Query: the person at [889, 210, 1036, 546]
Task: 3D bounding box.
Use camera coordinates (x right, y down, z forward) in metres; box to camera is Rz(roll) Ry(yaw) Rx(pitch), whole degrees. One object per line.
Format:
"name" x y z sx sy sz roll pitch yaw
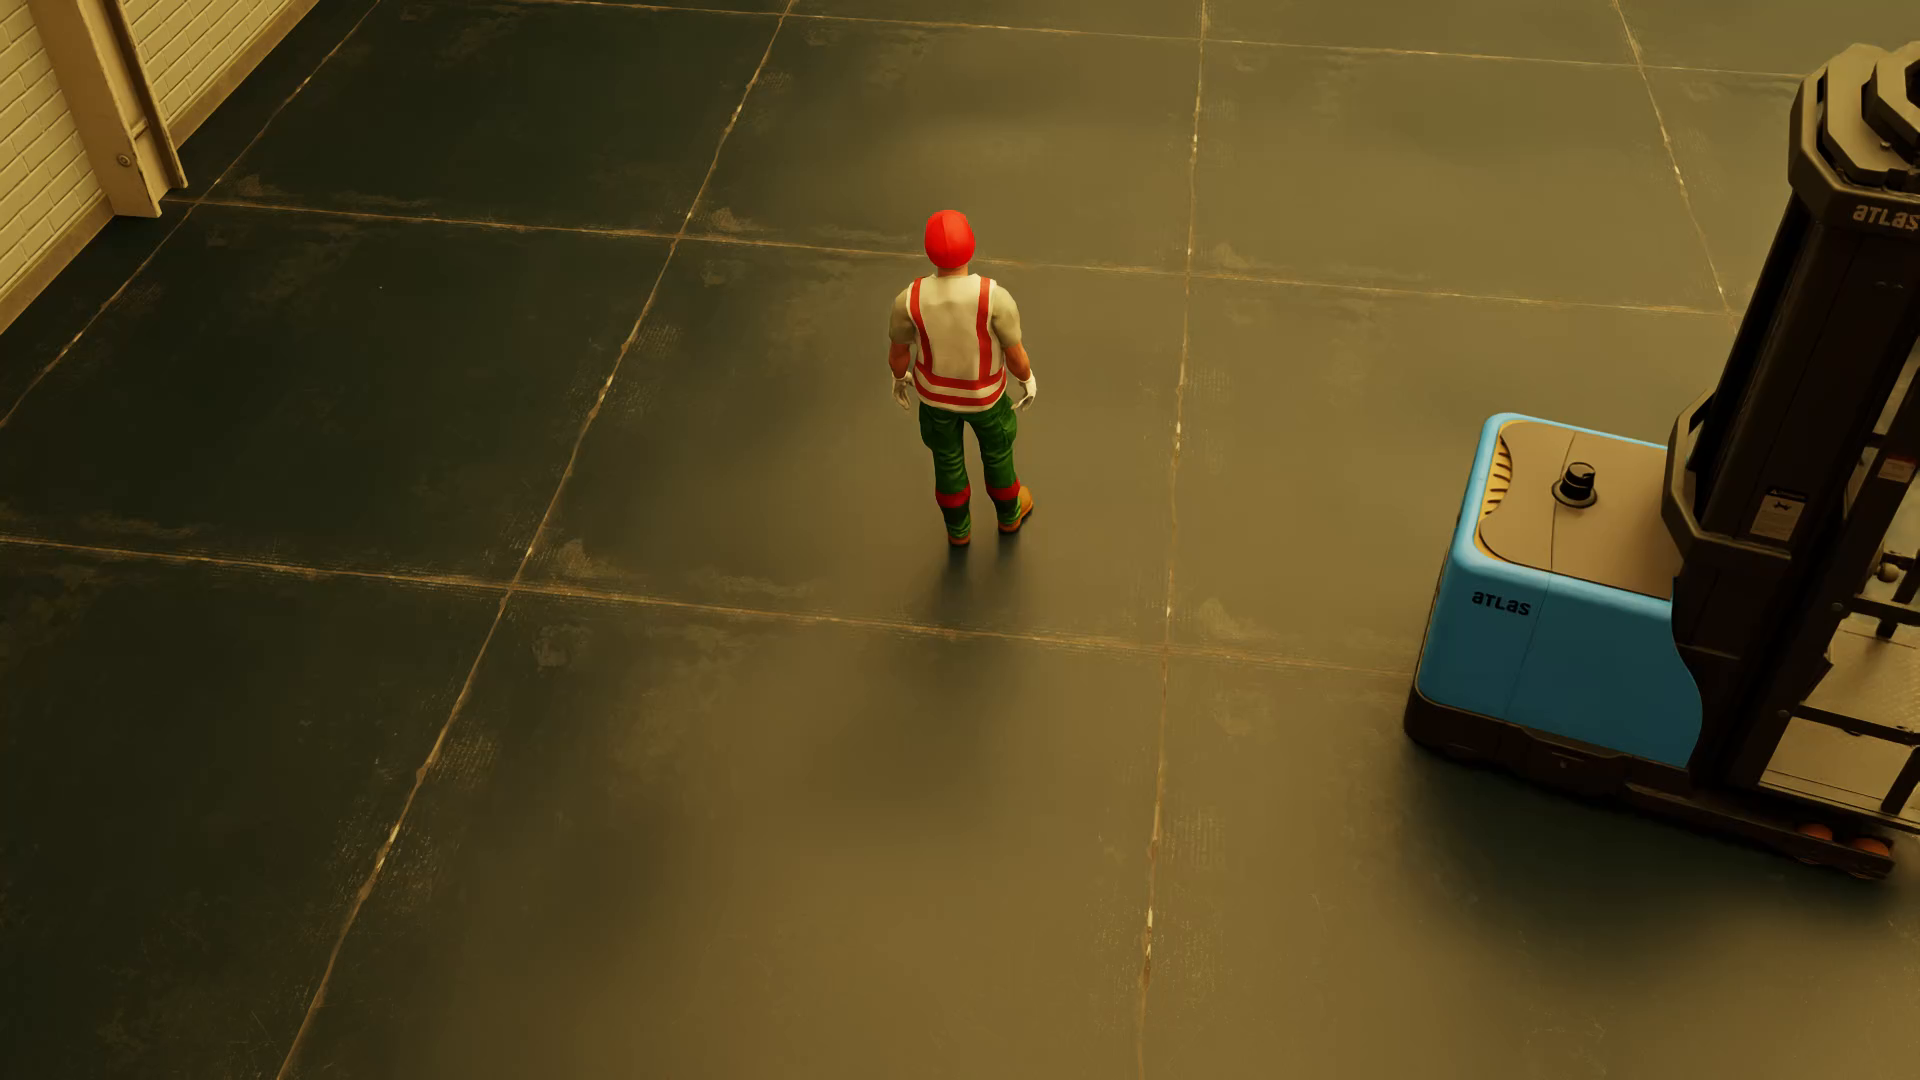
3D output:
"person" 0.023 -0.717 7.338 0.637 1.787 0.564 5 43 6

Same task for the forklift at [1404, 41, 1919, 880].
"forklift" 3.425 -0.174 5.914 3.031 2.935 1.130 15 45 15
